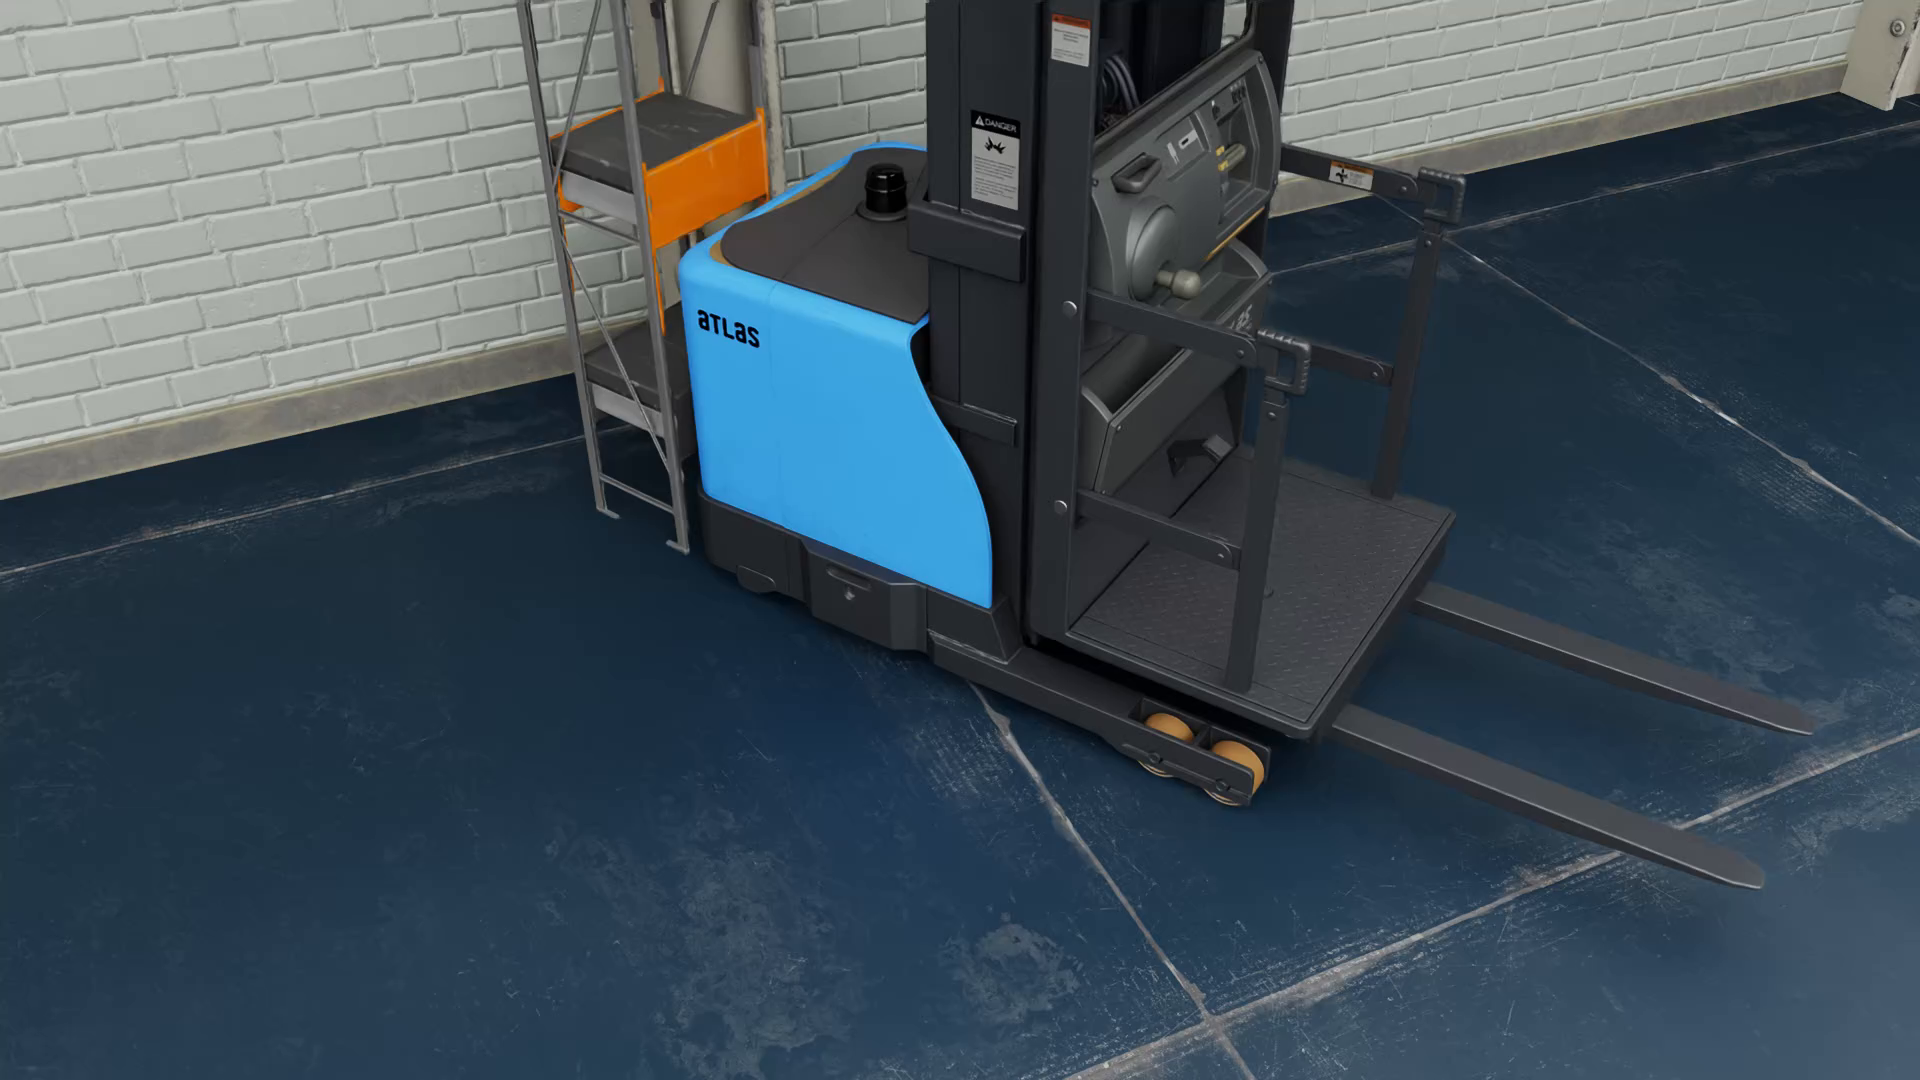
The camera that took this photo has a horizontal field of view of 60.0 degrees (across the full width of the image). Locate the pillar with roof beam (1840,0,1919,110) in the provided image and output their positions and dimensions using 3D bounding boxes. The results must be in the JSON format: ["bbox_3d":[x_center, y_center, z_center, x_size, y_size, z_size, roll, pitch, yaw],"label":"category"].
[{"bbox_3d":[6.423,-3.505,2.422,0.400,9.000,9.100,-16,39,-20],"label":"pillar with roof beam"}]

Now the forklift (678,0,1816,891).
[{"bbox_3d":[0.735,-0.852,3.938,3.031,2.935,1.130,21,41,26],"label":"forklift"}]

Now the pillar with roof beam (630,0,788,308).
[{"bbox_3d":[0.991,-1.986,0.374,0.400,9.000,9.100,-16,39,-20],"label":"pillar with roof beam"}]

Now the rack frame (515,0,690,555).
[{"bbox_3d":[-1.010,-0.872,4.663,0.400,2.100,0.015,24,43,28],"label":"rack frame"}]

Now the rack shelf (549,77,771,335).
[{"bbox_3d":[-0.865,-0.978,4.828,0.431,0.518,0.480,24,43,28],"label":"rack shelf"}]

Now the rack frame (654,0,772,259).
[{"bbox_3d":[-0.721,-1.106,4.978,0.400,2.100,0.015,24,43,28],"label":"rack frame"}]

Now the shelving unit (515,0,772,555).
[{"bbox_3d":[-0.865,-0.989,4.820,0.431,2.100,0.503,24,43,28],"label":"shelving unit"}]

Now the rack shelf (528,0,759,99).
[{"bbox_3d":[-0.866,-1.540,4.411,0.431,0.518,0.480,24,43,28],"label":"rack shelf"}]

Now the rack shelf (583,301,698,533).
[{"bbox_3d":[-0.865,-0.416,5.246,0.431,0.518,0.480,24,43,28],"label":"rack shelf"}]
